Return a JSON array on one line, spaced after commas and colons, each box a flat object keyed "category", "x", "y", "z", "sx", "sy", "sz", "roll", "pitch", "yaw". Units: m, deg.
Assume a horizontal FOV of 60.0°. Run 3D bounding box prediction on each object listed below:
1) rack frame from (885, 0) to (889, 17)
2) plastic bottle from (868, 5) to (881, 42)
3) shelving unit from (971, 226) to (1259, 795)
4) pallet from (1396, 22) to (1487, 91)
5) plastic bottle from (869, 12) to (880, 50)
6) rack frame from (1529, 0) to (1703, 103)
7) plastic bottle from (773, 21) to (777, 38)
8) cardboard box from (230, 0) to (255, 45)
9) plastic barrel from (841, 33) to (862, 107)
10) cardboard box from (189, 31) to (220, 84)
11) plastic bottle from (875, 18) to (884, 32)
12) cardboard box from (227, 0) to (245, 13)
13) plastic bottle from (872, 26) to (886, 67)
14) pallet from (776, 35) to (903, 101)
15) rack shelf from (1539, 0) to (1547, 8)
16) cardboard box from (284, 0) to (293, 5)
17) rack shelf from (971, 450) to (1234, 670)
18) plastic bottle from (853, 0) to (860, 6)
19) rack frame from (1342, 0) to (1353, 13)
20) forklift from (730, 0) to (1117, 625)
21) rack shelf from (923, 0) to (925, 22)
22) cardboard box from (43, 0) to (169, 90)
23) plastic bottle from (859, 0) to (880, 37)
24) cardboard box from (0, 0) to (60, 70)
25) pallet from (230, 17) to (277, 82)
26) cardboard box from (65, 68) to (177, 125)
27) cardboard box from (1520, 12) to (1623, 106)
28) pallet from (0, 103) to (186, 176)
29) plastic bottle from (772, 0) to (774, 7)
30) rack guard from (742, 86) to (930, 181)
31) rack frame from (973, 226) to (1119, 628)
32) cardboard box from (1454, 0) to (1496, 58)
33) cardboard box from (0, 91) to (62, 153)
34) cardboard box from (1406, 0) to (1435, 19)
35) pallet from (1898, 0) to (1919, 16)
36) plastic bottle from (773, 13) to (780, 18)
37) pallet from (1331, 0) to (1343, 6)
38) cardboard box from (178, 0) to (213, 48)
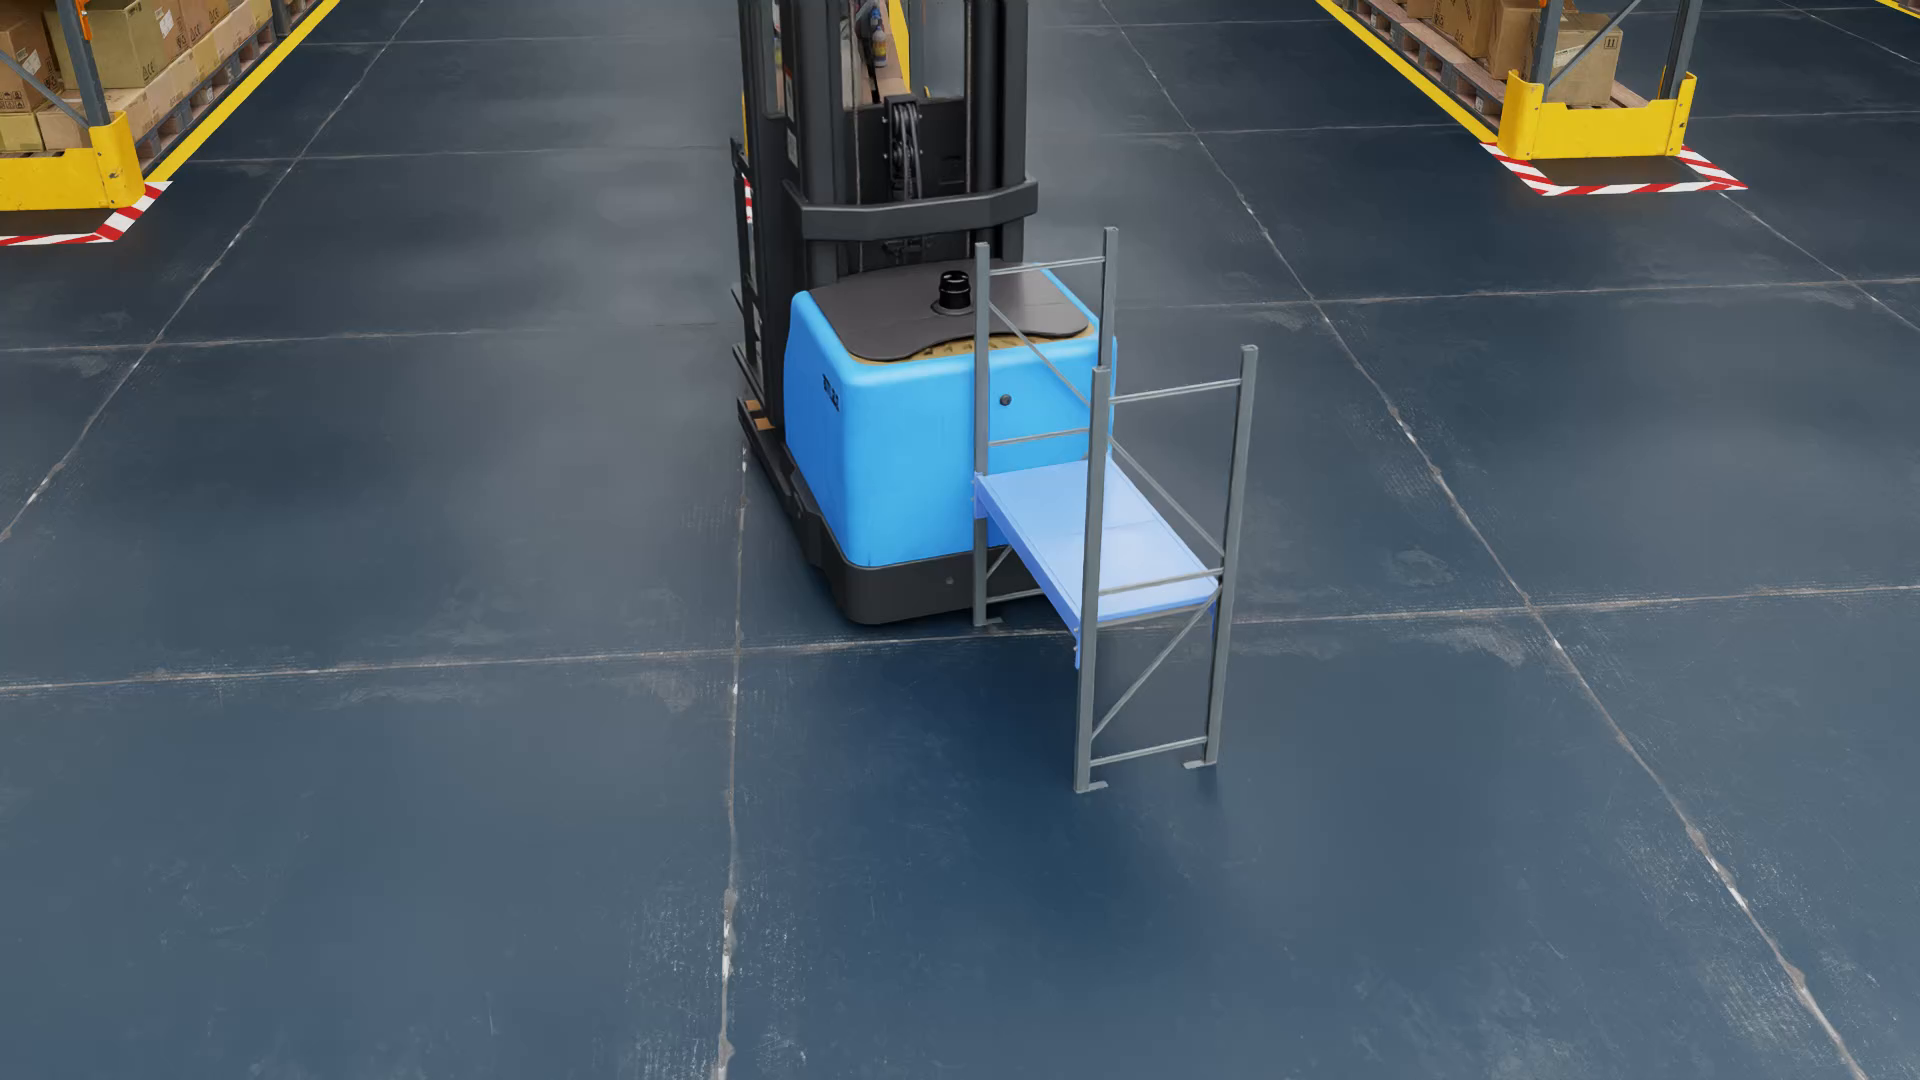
[{"category": "rack frame", "x": -1.100, "y": -5.665, "z": 13.309, "sx": 1.000, "sy": 3.000, "sz": 0.127, "roll": -3, "pitch": 31, "yaw": -5}, {"category": "plastic bottle", "x": -0.646, "y": -3.910, "z": 12.603, "sx": 0.097, "sy": 0.271, "sz": 0.097, "roll": 0, "pitch": 31, "yaw": 0}, {"category": "shelving unit", "x": 0.449, "y": -0.116, "z": 5.481, "sx": 0.538, "sy": 1.500, "sz": 1.048, "roll": -10, "pitch": 32, "yaw": -16}, {"category": "pallet", "x": 4.046, "y": -3.740, "z": 12.805, "sx": 1.003, "sy": 0.211, "sz": 1.213, "roll": -3, "pitch": 31, "yaw": -5}, {"category": "plastic bottle", "x": -0.627, "y": -3.807, "z": 12.430, "sx": 0.097, "sy": 0.271, "sz": 0.097, "roll": 0, "pitch": 31, "yaw": 0}, {"category": "rack frame", "x": 4.205, "y": -3.860, "z": 10.287, "sx": 1.000, "sy": 3.000, "sz": 0.127, "roll": -3, "pitch": 31, "yaw": -5}, {"category": "plastic bottle", "x": -1.364, "y": -3.621, "z": 12.107, "sx": 0.061, "sy": 0.283, "sz": 0.133, "roll": -2, "pitch": 31, "yaw": -3}, {"category": "cardboard box", "x": -5.735, "y": -3.947, "z": 12.705, "sx": 0.500, "sy": 0.250, "sz": 0.500, "roll": -3, "pitch": 31, "yaw": -5}, {"category": "plastic barrel", "x": -0.864, "y": -3.067, "z": 10.977, "sx": 0.421, "sy": 0.512, "sz": 0.421, "roll": 0, "pitch": 31, "yaw": 0}, {"category": "cardboard box", "x": -5.626, "y": -3.437, "z": 11.852, "sx": 0.500, "sy": 0.250, "sz": 0.500, "roll": -3, "pitch": 31, "yaw": -5}, {"category": "plastic bottle", "x": -0.589, "y": -3.702, "z": 12.243, "sx": 0.061, "sy": 0.283, "sz": 0.133, "roll": -2, "pitch": 31, "yaw": -4}, {"category": "cardboard box", "x": -5.736, "y": -4.269, "z": 12.513, "sx": 0.500, "sy": 0.500, "sz": 0.500, "roll": -3, "pitch": 31, "yaw": -5}, {"category": "plastic bottle", "x": -0.586, "y": -3.581, "z": 12.051, "sx": 0.097, "sy": 0.271, "sz": 0.097, "roll": 0, "pitch": 31, "yaw": 0}, {"category": "pallet", "x": -0.962, "y": -3.499, "z": 12.401, "sx": 1.003, "sy": 0.211, "sz": 1.213, "roll": -3, "pitch": 31, "yaw": -5}, {"category": "rack shelf", "x": 4.018, "y": -4.572, "z": 12.181, "sx": 1.077, "sy": 0.370, "sz": 4.000, "roll": -3, "pitch": 31, "yaw": -5}, {"category": "cardboard box", "x": -5.823, "y": -4.647, "z": 13.877, "sx": 0.500, "sy": 0.250, "sz": 0.500, "roll": -3, "pitch": 31, "yaw": -6}, {"category": "rack shelf", "x": 0.449, "y": 0.039, "z": 5.574, "sx": 0.538, "sy": 0.185, "sz": 1.000, "roll": -10, "pitch": 32, "yaw": -16}, {"category": "plastic bottle", "x": -0.805, "y": -4.092, "z": 12.895, "sx": 0.061, "sy": 0.283, "sz": 0.133, "roll": -3, "pitch": 31, "yaw": -5}, {"category": "rack frame", "x": 3.831, "y": -5.902, "z": 13.706, "sx": 1.000, "sy": 3.000, "sz": 0.127, "roll": -3, "pitch": 31, "yaw": -5}, {"category": "forklift", "x": -0.370, "y": -1.693, "z": 6.726, "sx": 1.130, "sy": 2.935, "sz": 3.031, "roll": -10, "pitch": 32, "yaw": -16}, {"category": "rack shelf", "x": -0.914, "y": -4.335, "z": 11.784, "sx": 1.077, "sy": 0.370, "sz": 4.000, "roll": -3, "pitch": 31, "yaw": -5}, {"category": "cardboard box", "x": -5.536, "y": -3.249, "z": 10.804, "sx": 0.500, "sy": 0.500, "sz": 0.500, "roll": -3, "pitch": 31, "yaw": -5}, {"category": "plastic bottle", "x": -0.694, "y": -4.023, "z": 12.788, "sx": 0.152, "sy": 0.276, "sz": 0.135, "roll": -2, "pitch": 31, "yaw": -4}, {"category": "cardboard box", "x": -6.113, "y": -3.478, "z": 11.189, "sx": 0.500, "sy": 0.500, "sz": 0.500, "roll": -3, "pitch": 31, "yaw": -5}, {"category": "pallet", "x": -6.000, "y": -3.824, "z": 12.947, "sx": 1.003, "sy": 0.211, "sz": 1.213, "roll": -3, "pitch": 31, "yaw": -5}, {"category": "cardboard box", "x": -5.538, "y": -2.927, "z": 10.996, "sx": 0.500, "sy": 0.250, "sz": 0.500, "roll": -3, "pitch": 31, "yaw": -5}, {"category": "cardboard box", "x": 4.163, "y": -3.287, "z": 11.356, "sx": 0.500, "sy": 0.500, "sz": 0.500, "roll": 3, "pitch": 31, "yaw": 5}, {"category": "pallet", "x": -5.772, "y": -2.579, "z": 10.861, "sx": 1.003, "sy": 0.211, "sz": 1.213, "roll": -3, "pitch": 31, "yaw": -5}, {"category": "plastic bottle", "x": -1.381, "y": -3.971, "z": 12.627, "sx": 0.144, "sy": 0.351, "sz": 0.185, "roll": -3, "pitch": 31, "yaw": -5}, {"category": "rack guard", "x": -0.781, "y": -2.586, "z": 10.592, "sx": 1.175, "sy": 0.500, "sz": 0.348, "roll": -3, "pitch": 31, "yaw": -5}, {"category": "rack frame", "x": 0.289, "y": -0.363, "z": 5.896, "sx": 0.500, "sy": 1.500, "sz": 0.032, "roll": -10, "pitch": 32, "yaw": -16}, {"category": "cardboard box", "x": 4.033, "y": -3.911, "z": 12.400, "sx": 0.500, "sy": 0.500, "sz": 0.500, "roll": 0, "pitch": 31, "yaw": 0}, {"category": "cardboard box", "x": -6.003, "y": -2.647, "z": 10.528, "sx": 0.500, "sy": 0.250, "sz": 0.500, "roll": -3, "pitch": 31, "yaw": -5}, {"category": "cardboard box", "x": 3.890, "y": -4.511, "z": 13.405, "sx": 0.500, "sy": 0.500, "sz": 0.500, "roll": 7, "pitch": 32, "yaw": 11}, {"category": "pallet", "x": 8.772, "y": -4.499, "z": 14.076, "sx": 1.003, "sy": 0.211, "sz": 1.213, "roll": -3, "pitch": 31, "yaw": -5}, {"category": "plastic bottle", "x": -1.344, "y": -3.760, "z": 12.346, "sx": 0.152, "sy": 0.276, "sz": 0.135, "roll": -4, "pitch": 31, "yaw": -6}, {"category": "pallet", "x": 3.757, "y": -5.102, "z": 15.087, "sx": 1.003, "sy": 0.211, "sz": 1.213, "roll": -3, "pitch": 31, "yaw": -5}, {"category": "cardboard box", "x": -5.625, "y": -3.759, "z": 11.659, "sx": 0.500, "sy": 0.500, "sz": 0.500, "roll": -3, "pitch": 31, "yaw": -5}]
